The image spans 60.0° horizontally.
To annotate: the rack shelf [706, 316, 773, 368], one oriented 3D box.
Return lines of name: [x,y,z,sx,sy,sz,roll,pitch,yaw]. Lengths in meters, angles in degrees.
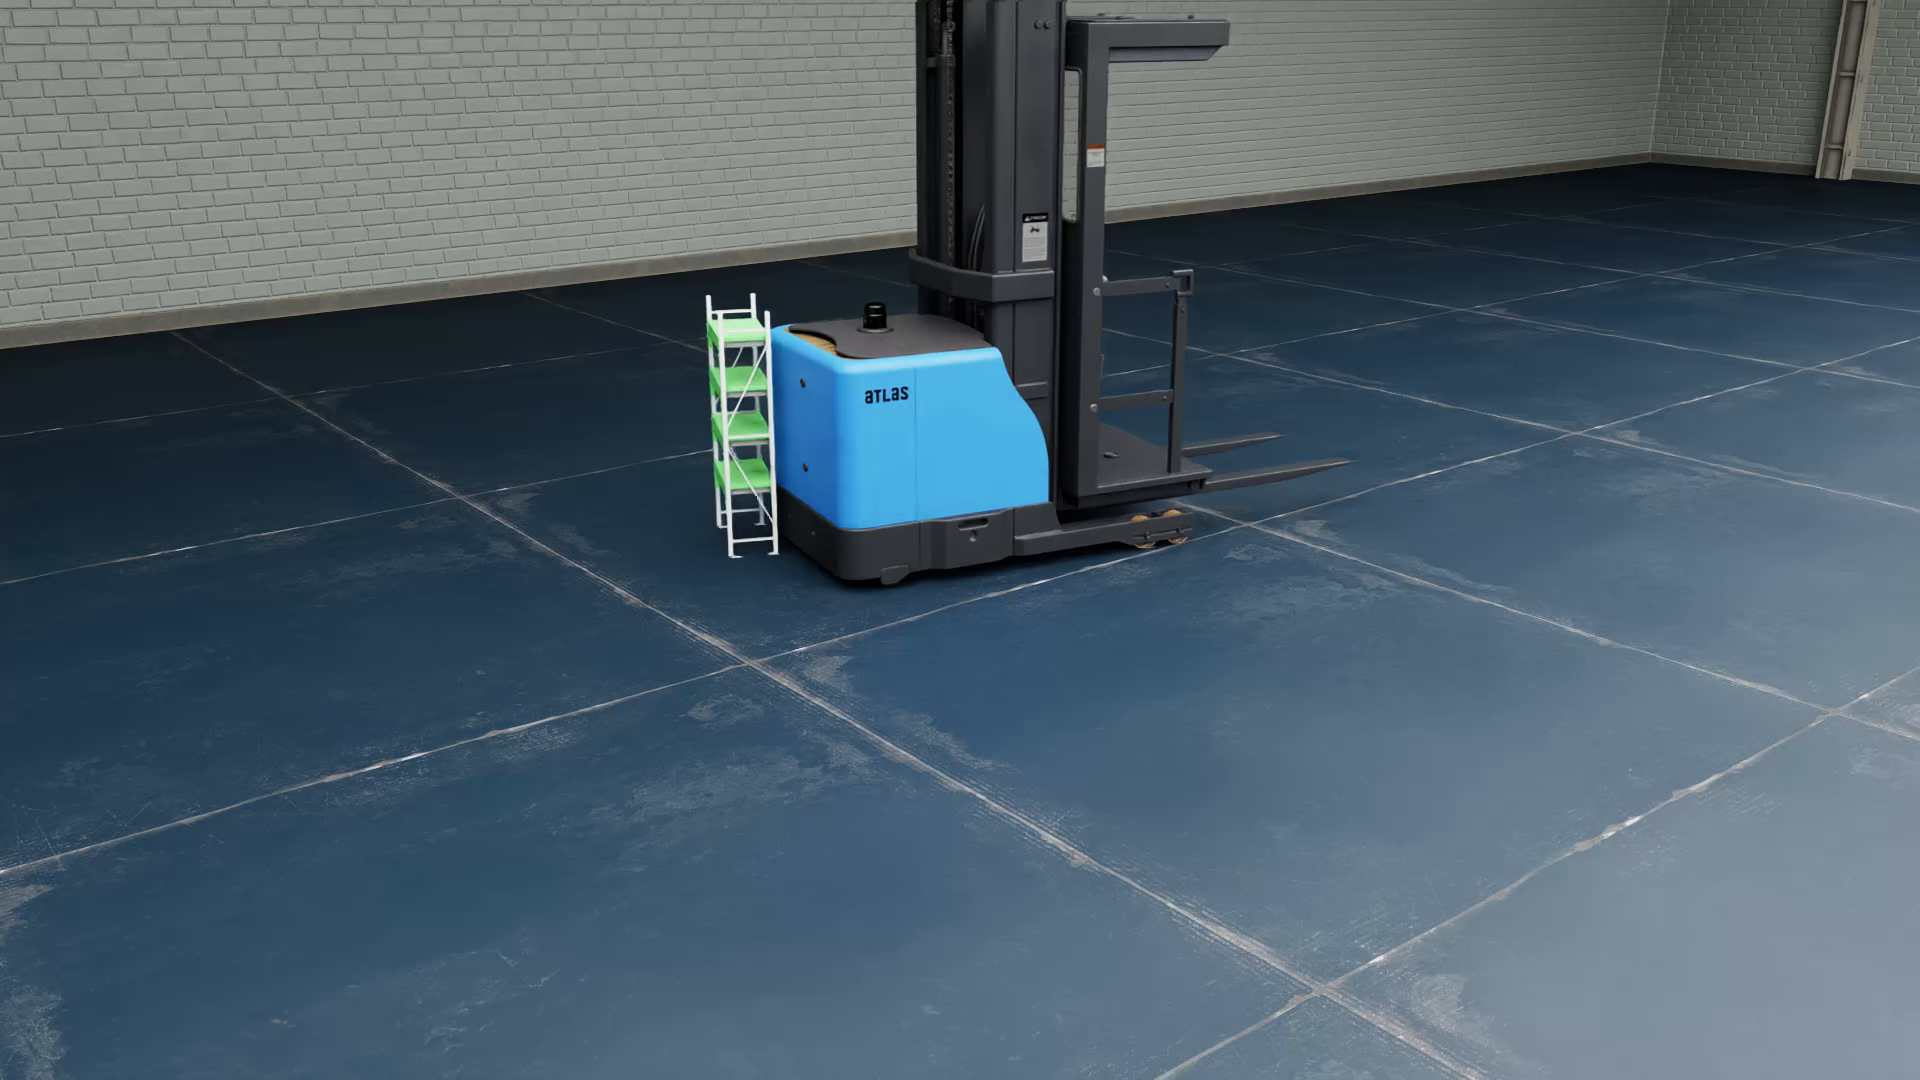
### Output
rack shelf: [-1.070,-0.961,8.032,0.258,0.148,0.480,-5,19,-14]

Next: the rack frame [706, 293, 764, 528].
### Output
rack frame: [-1.131,-0.640,8.387,0.240,1.200,0.015,-5,19,-14]

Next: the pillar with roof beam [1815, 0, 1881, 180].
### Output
pillar with roof beam: [9.423,-8.733,20.420,9.100,9.000,0.400,-14,23,-36]

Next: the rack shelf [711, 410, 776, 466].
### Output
rack shelf: [-1.069,-0.505,8.183,0.258,0.148,0.480,-5,19,-14]

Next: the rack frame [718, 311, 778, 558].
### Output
rack frame: [-1.008,-0.492,7.939,0.240,1.200,0.015,-5,19,-14]

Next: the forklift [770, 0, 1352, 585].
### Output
forklift: [0.600,-1.485,8.183,3.031,2.935,1.130,-9,20,-25]

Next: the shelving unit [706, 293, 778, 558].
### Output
shelving unit: [-1.069,-0.566,8.163,0.258,1.200,0.503,-5,19,-14]

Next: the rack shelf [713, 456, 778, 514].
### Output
rack shelf: [-1.069,-0.278,8.259,0.258,0.148,0.480,-5,19,-14]

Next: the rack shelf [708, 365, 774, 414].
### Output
rack shelf: [-1.070,-0.733,8.108,0.258,0.148,0.480,-5,19,-14]
